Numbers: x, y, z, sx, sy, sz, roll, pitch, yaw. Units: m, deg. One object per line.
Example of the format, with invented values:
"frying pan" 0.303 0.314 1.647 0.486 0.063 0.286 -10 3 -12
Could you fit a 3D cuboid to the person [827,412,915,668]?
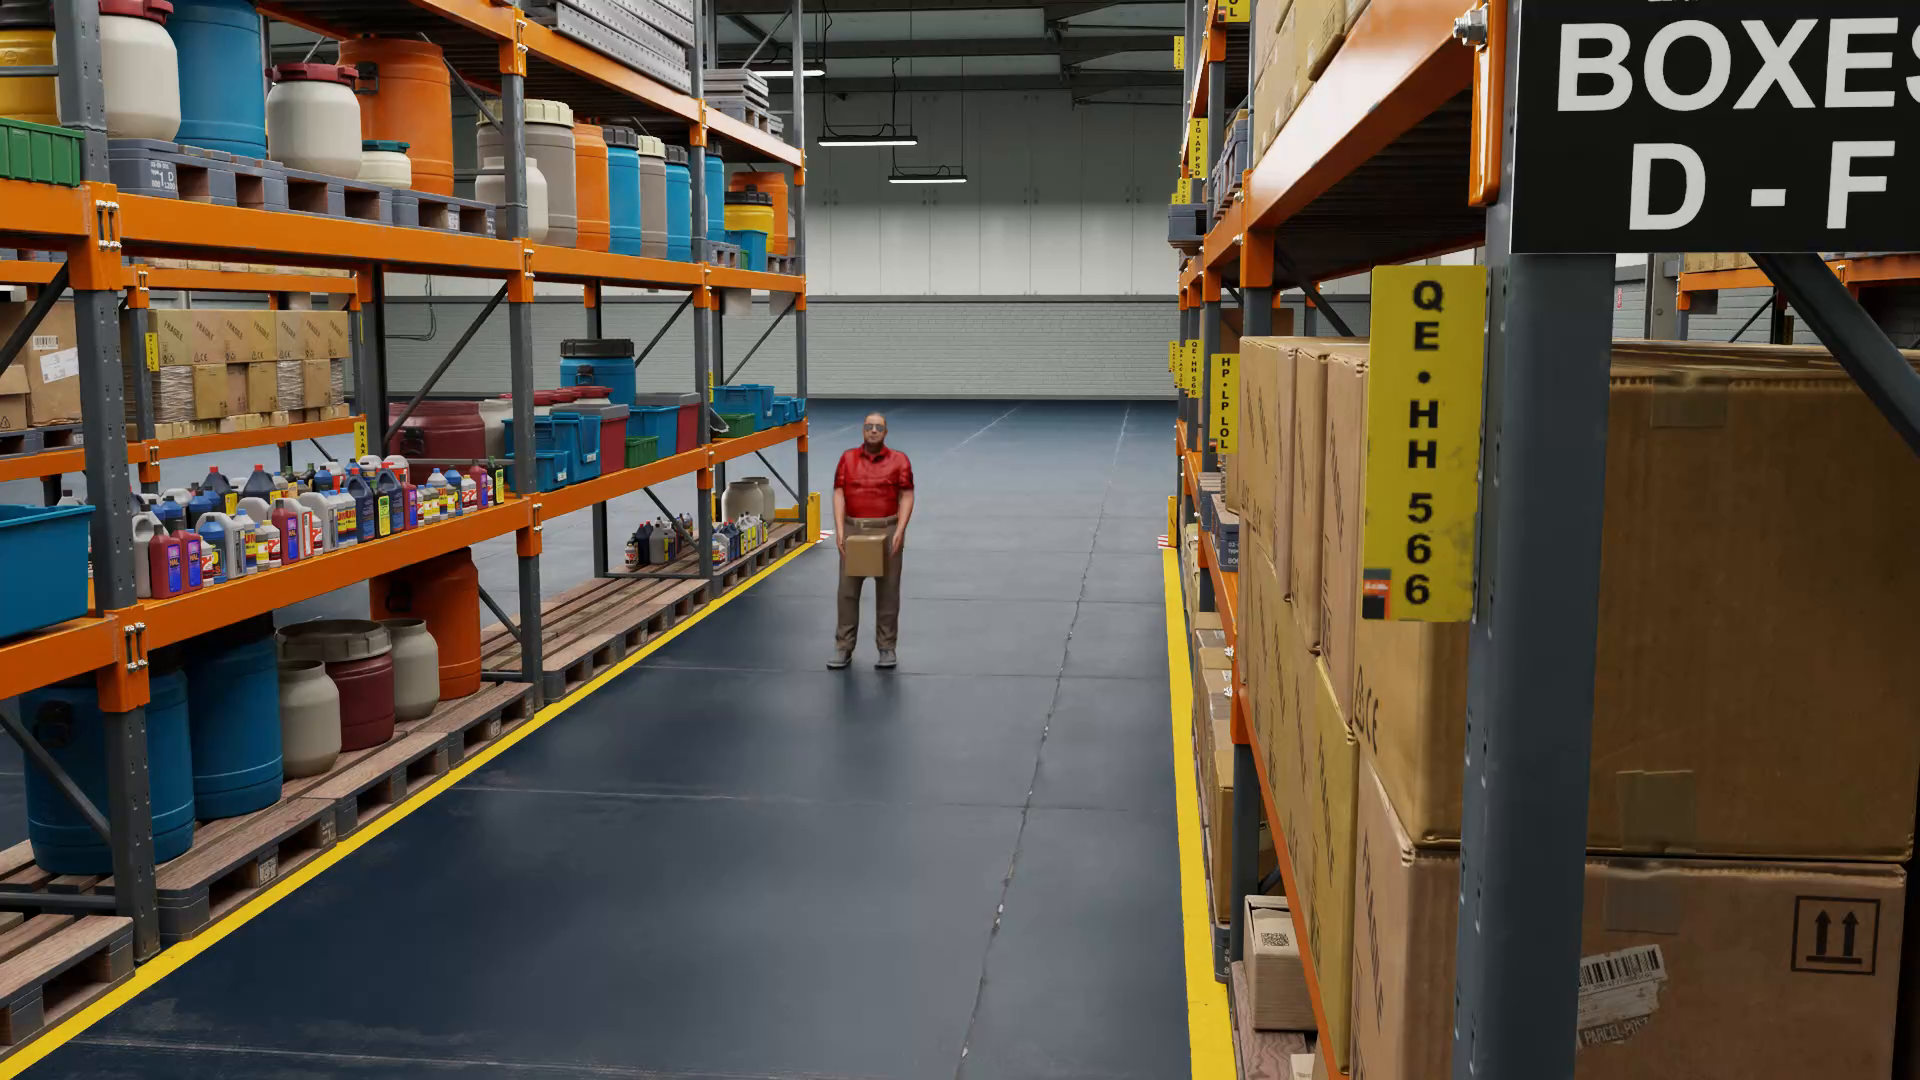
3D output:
"person" -0.606 -0.001 11.339 0.583 1.729 0.423 1 8 6
